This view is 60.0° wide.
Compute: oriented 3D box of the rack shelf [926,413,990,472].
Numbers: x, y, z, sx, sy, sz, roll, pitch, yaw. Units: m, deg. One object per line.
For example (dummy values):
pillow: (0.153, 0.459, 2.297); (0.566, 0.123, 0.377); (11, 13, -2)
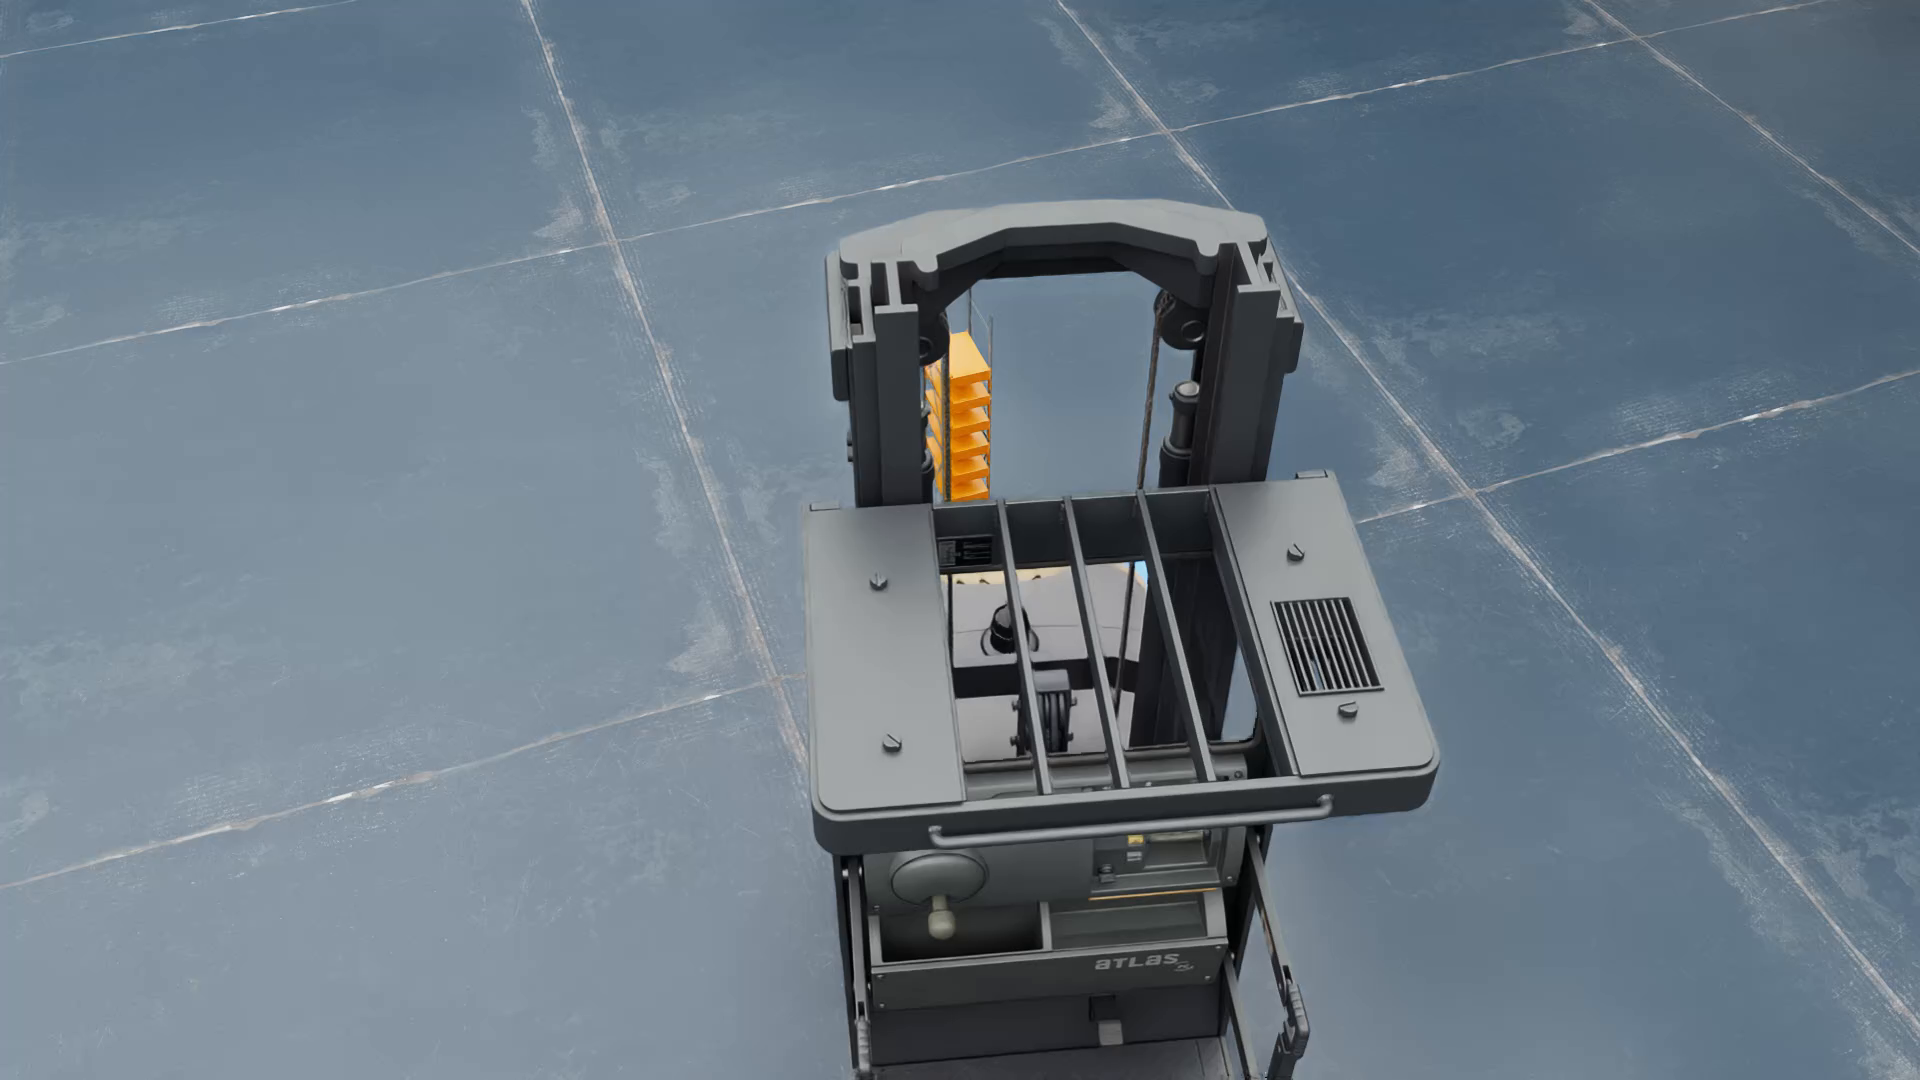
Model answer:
rack shelf: (-0.014, -0.389, 6.353); (0.180, 0.103, 0.258); (-14, 47, -14)

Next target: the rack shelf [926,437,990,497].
rack shelf: (-0.014, -0.304, 6.438); (0.180, 0.103, 0.258); (-14, 47, -14)

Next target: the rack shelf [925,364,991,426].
rack shelf: (-0.014, -0.558, 6.183); (0.180, 0.103, 0.258); (-14, 47, -14)

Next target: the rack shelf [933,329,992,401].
rack shelf: (-0.014, -0.643, 6.098); (0.180, 0.103, 0.258); (-14, 47, -14)

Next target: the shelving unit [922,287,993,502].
shelving unit: (-0.014, -0.420, 6.322); (0.189, 1.200, 0.258); (-14, 47, -14)

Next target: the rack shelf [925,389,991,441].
rack shelf: (-0.014, -0.473, 6.268); (0.180, 0.103, 0.258); (-14, 47, -14)

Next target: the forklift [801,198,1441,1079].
forklift: (0.251, 0.832, 3.852); (1.130, 2.935, 3.031); (-4, 45, -4)

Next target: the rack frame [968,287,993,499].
rack frame: (0.072, -0.442, 6.343); (0.006, 1.200, 0.240); (-14, 47, -14)

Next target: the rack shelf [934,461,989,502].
rack shelf: (-0.014, -0.219, 6.523); (0.180, 0.103, 0.258); (-14, 47, -14)

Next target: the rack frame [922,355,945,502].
rack frame: (-0.100, -0.398, 6.300); (0.006, 1.200, 0.240); (-14, 47, -14)
